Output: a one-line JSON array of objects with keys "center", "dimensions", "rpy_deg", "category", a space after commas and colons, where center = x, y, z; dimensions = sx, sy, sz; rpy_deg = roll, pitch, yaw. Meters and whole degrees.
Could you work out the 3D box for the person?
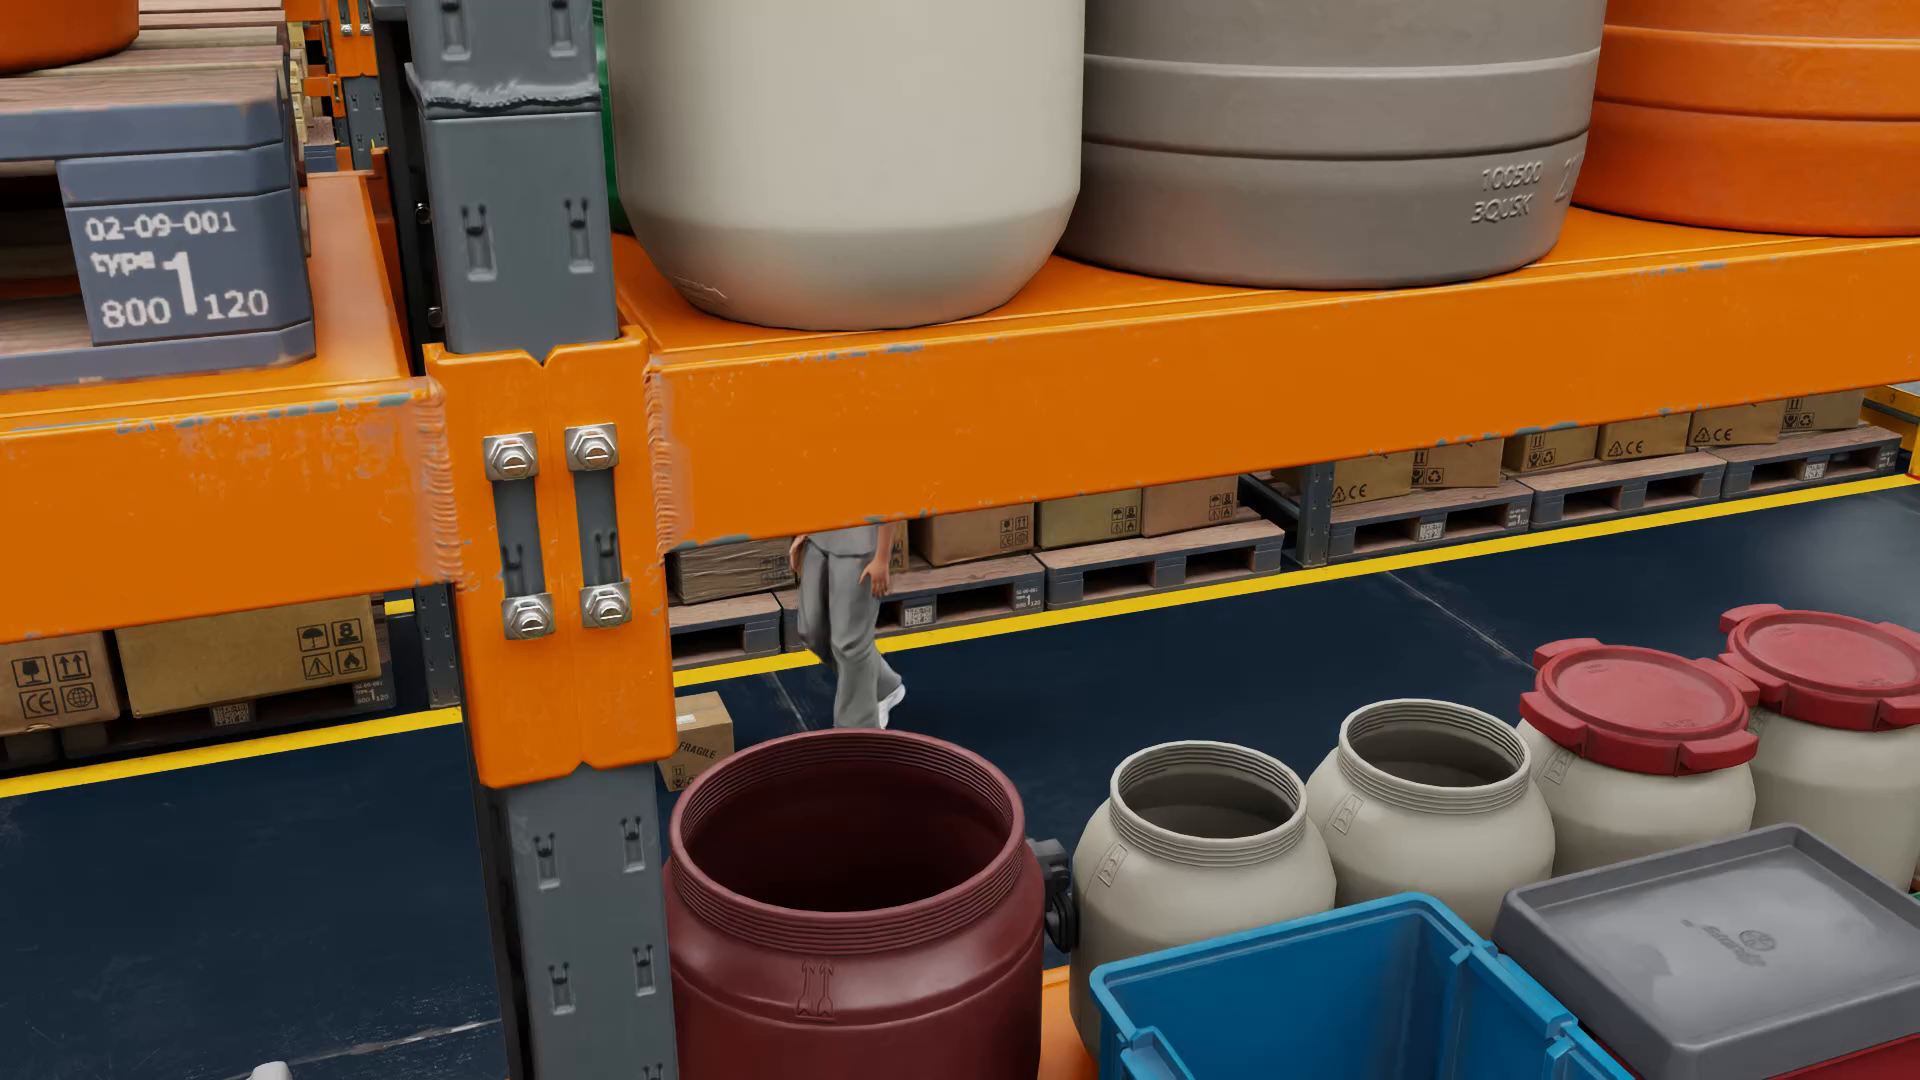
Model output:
[{"center": [-0.385, 0.017, 6.023], "dimensions": [0.522, 1.675, 0.461], "rpy_deg": [-15, 27, -31], "category": "person"}]
